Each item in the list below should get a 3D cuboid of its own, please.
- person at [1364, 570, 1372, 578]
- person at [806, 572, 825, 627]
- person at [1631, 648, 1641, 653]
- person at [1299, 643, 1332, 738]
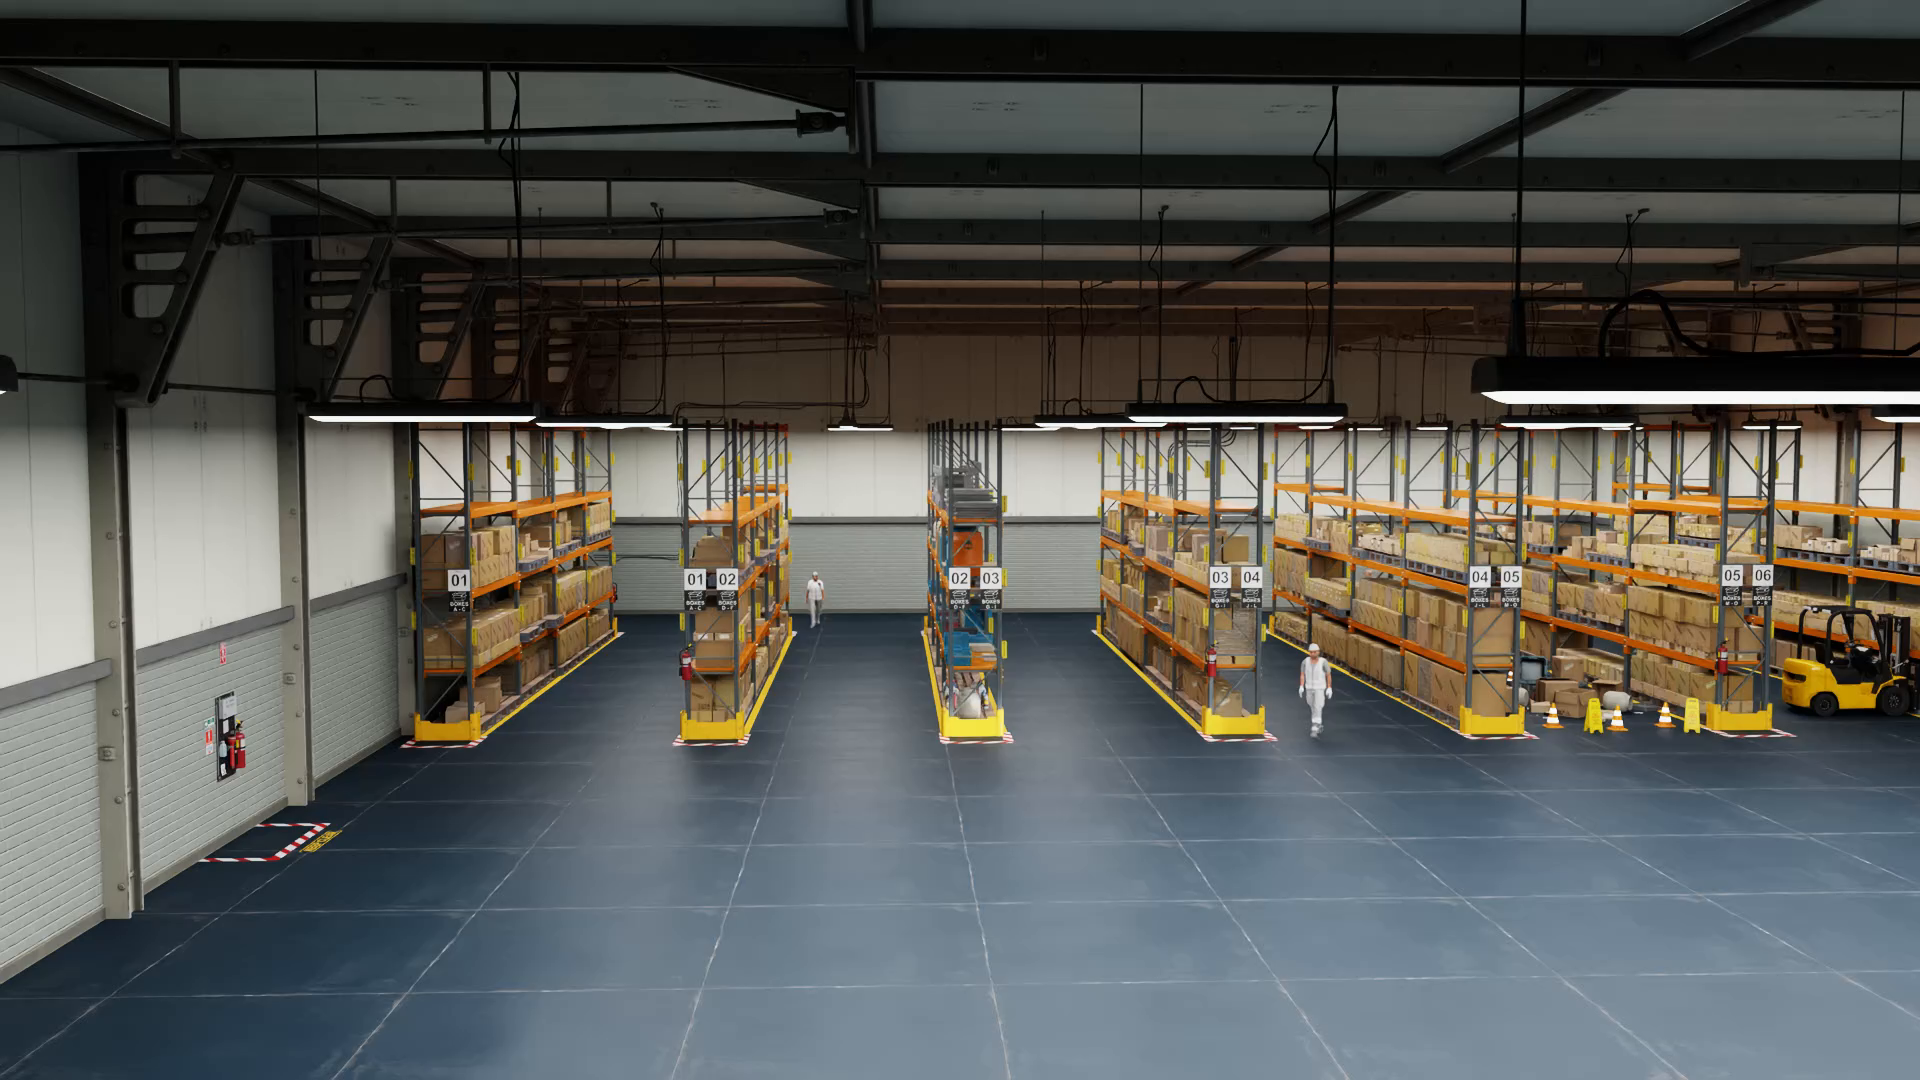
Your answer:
[{"bbox_3d":[11.905,1.727,48.555,1.068,1.716,0.576,1,4,12],"label":"person"},{"bbox_3d":[-4.283,1.745,49.330,0.530,1.600,1.064,-1,4,-11],"label":"person"},{"bbox_3d":[17.857,2.127,43.337,0.475,1.712,0.536,-2,4,-24],"label":"person"},{"bbox_3d":[6.669,2.816,31.324,0.563,1.735,0.994,3,4,35],"label":"person"}]
